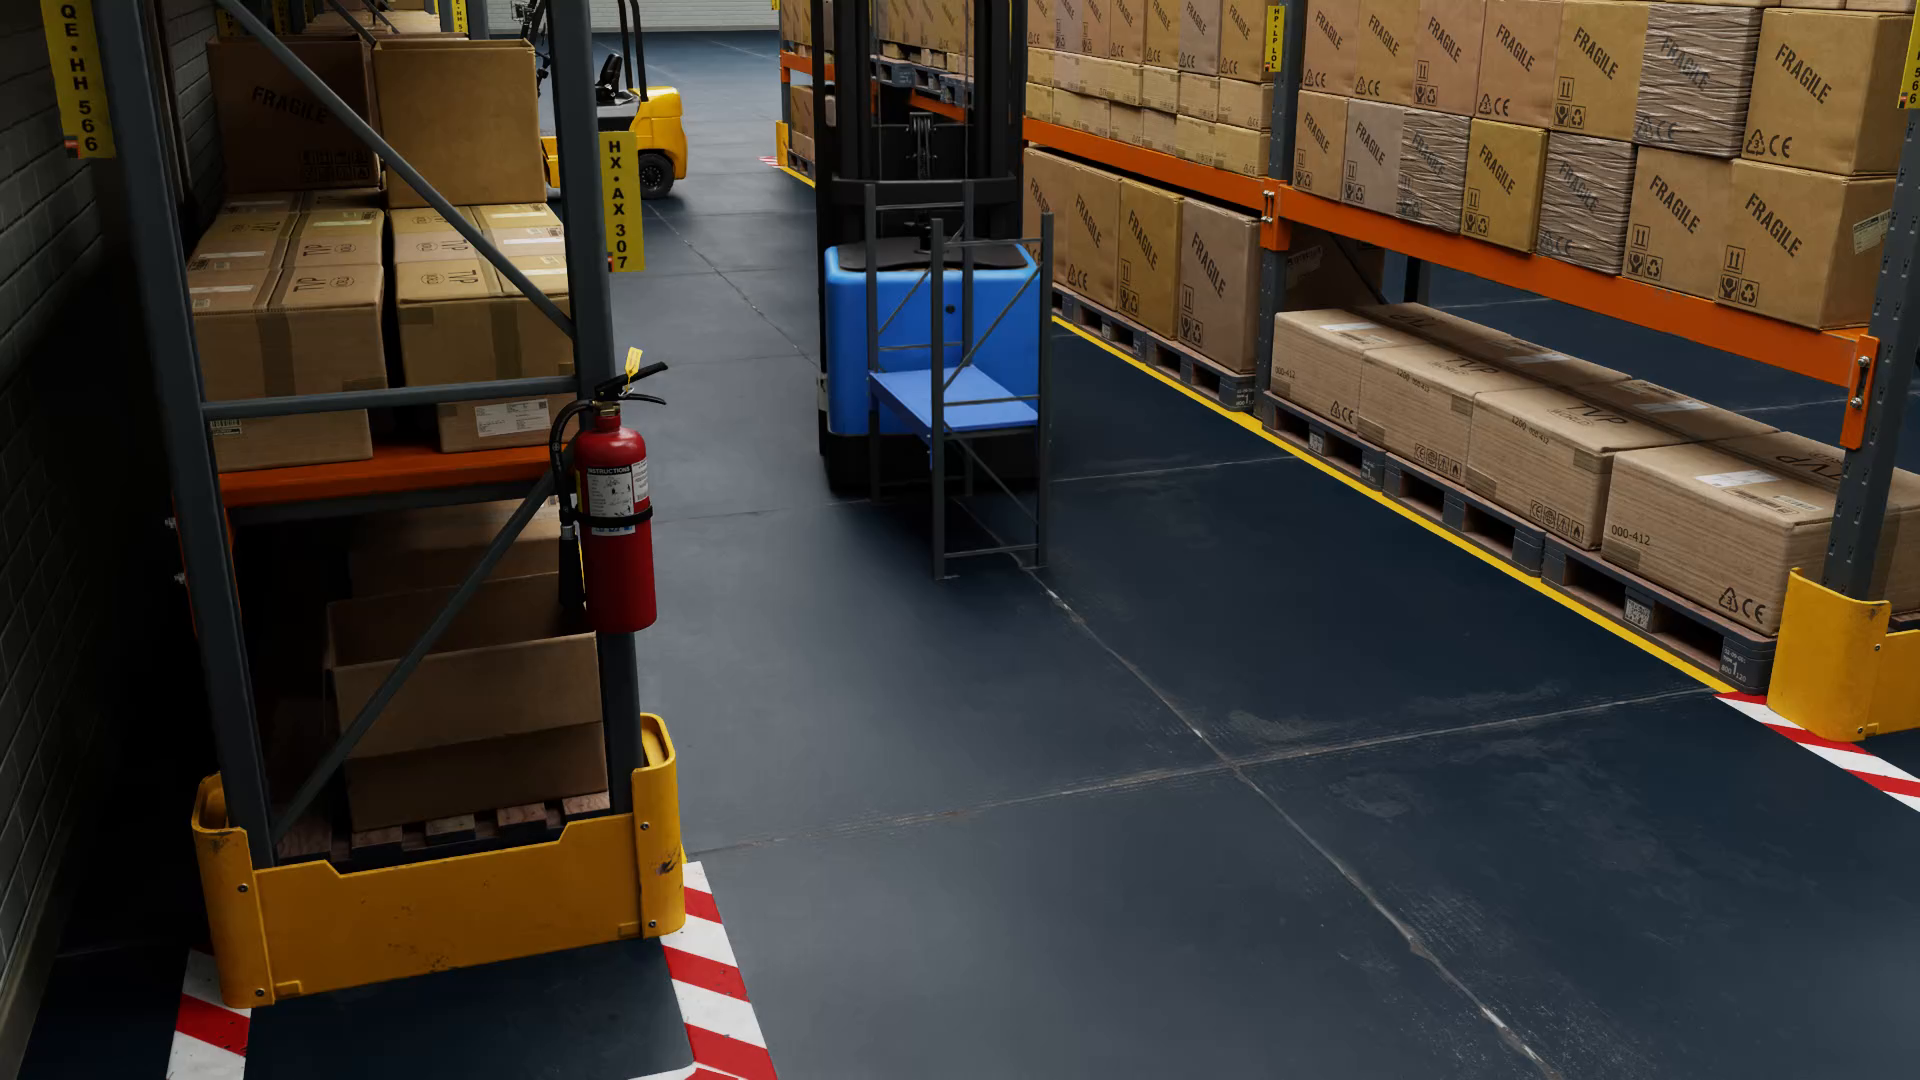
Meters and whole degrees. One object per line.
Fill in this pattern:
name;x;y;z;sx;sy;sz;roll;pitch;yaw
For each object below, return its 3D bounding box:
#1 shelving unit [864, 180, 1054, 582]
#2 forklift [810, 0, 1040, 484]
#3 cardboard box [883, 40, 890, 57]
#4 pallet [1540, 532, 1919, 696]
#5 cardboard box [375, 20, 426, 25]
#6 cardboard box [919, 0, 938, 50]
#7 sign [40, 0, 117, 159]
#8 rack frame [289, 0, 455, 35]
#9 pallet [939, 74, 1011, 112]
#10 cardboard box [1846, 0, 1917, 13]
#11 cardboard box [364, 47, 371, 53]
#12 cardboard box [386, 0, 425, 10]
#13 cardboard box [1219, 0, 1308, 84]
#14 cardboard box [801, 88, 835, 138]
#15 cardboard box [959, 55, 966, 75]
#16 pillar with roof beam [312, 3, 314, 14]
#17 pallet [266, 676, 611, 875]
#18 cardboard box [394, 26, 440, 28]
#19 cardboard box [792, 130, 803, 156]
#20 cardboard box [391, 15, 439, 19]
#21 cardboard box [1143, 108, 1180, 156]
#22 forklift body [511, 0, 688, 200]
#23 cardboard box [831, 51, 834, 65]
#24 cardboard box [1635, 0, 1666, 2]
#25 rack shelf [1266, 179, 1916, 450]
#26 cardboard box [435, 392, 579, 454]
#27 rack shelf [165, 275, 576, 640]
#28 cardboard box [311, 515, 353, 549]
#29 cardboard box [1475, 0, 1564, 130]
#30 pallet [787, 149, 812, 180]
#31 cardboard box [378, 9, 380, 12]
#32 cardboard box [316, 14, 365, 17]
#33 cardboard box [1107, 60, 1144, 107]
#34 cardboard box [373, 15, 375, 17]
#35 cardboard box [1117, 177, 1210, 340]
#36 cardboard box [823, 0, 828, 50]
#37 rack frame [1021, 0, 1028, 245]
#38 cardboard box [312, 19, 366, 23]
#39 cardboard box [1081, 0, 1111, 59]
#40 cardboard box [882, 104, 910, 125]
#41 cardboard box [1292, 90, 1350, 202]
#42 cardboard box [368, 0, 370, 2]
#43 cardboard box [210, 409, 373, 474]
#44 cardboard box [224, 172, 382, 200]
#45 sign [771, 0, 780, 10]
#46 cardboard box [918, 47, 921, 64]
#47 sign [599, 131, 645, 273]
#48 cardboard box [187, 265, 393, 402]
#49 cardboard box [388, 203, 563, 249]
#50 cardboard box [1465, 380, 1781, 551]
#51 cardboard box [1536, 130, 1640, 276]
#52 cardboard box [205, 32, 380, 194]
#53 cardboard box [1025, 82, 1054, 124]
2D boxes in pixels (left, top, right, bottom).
shelving unit;-0.027;-0.726;7.218;0.538;1.500;1.048;-6;21;-17
forklift;-0.241;-2.104;8.937;1.130;2.935;3.031;-2;20;-5
cardboard box;-0.502;-4.575;15.466;0.380;0.149;0.250;-6;21;-16
pallet;3.071;0.209;6.523;1.003;0.211;1.213;-6;21;-17
cardboard box;-4.239;-3.866;12.635;0.380;0.149;0.250;-6;21;-17
cardboard box;-0.028;-4.425;14.091;0.500;0.500;0.500;-7;21;-19
sign;-1.848;-0.968;3.493;0.100;0.325;0.005;-6;21;-17
rack frame;-3.829;-2.894;11.036;1.000;3.000;0.127;-6;21;-17
pallet;0.557;-3.550;13.145;1.213;0.211;1.003;-6;21;-17
cardboard box;3.093;-1.772;5.326;0.380;0.149;0.250;-6;21;-16
cardboard box;-2.674;-2.200;8.336;0.700;0.500;0.500;-6;21;-17
cardboard box;-4.905;-4.804;14.806;0.380;0.149;0.250;-6;21;-16
cardboard box;1.760;-2.773;9.073;0.500;0.500;0.500;-6;21;-15
cardboard box;-1.465;-4.783;18.633;0.500;0.500;0.500;-7;21;-19
cardboard box;0.209;-3.818;13.360;0.380;0.149;0.250;-7;21;-20
pillar with roof beam;-4.780;-10.348;22.915;9.100;9.000;0.400;-6;21;-17
pallet;-1.590;0.706;5.140;1.003;0.211;1.213;-6;21;-17
cardboard box;-3.840;-3.545;11.742;0.380;0.149;0.250;-6;21;-16
cardboard box;-1.642;-4.605;19.247;0.500;0.250;0.500;-7;21;-18
cardboard box;-4.435;-4.209;13.589;0.380;0.149;0.250;-7;21;-19
cardboard box;1.459;-2.513;10.197;0.500;0.250;0.500;-7;21;-19
forklift body;-4.016;-4.647;17.173;2.313;2.155;1.214;-6;21;-17
cardboard box;-1.140;-5.070;17.465;0.380;0.149;0.250;-7;21;-18
cardboard box;2.775;-2.102;6.243;0.380;0.149;0.250;-7;21;-18
rack shelf;2.768;-1.159;7.269;1.077;0.370;4.000;-6;21;-17
cardboard box;-1.158;-0.343;4.306;0.380;0.149;0.250;-7;21;-18
rack shelf;-1.943;-0.630;5.797;1.077;0.370;4.000;-6;21;-17
cardboard box;-2.452;-0.090;6.826;0.380;0.149;0.250;-7;21;-18
cardboard box;2.518;-1.988;6.886;0.500;0.500;0.500;-7;21;-18
pallet;-1.387;-4.389;19.323;1.003;0.211;1.213;-6;21;-17
cardboard box;-5.549;-5.233;16.442;0.380;0.149;0.250;-7;21;-18
cardboard box;-5.067;-4.222;13.627;0.380;0.149;0.250;-6;21;-17
cardboard box;1.260;-2.907;10.555;0.500;0.250;0.500;-6;21;-16
cardboard box;-6.267;-5.155;17.183;0.500;0.500;0.500;-6;21;-16
cardboard box;1.577;-1.816;10.557;0.875;0.875;0.875;-6;21;-16
cardboard box;-1.252;-5.504;17.714;0.500;0.500;0.500;-7;21;-18
rack frame;0.882;-3.423;12.508;1.000;3.000;0.127;-6;21;-17
cardboard box;-4.745;-3.900;12.730;0.380;0.149;0.250;-6;21;-17
cardboard box;1.118;-3.430;10.902;0.500;0.500;0.500;-6;21;-16
cardboard box;-0.816;-4.124;16.798;0.500;0.500;0.500;-7;21;-18
cardboard box;2.038;-2.008;8.420;0.500;0.500;0.500;-6;21;-15
cardboard box;-5.896;-5.239;16.018;0.380;0.149;0.250;-6;21;-16
cardboard box;-1.674;-0.286;4.148;0.380;0.149;0.250;-7;21;-18
cardboard box;-2.348;-1.166;6.008;0.500;0.250;0.500;-6;21;-16
sign;-2.148;-6.340;19.348;0.100;0.325;0.005;-6;21;-17
cardboard box;-0.153;-4.244;14.546;0.380;0.149;0.250;-6;21;-17
sign;-0.800;-0.792;3.903;0.100;0.325;0.005;-6;21;-17
cardboard box;-1.711;-0.516;4.196;0.500;0.250;0.500;-6;21;-16
cardboard box;-1.523;-0.894;5.251;0.500;0.250;0.500;-7;21;-18
cardboard box;2.798;-0.341;7.098;0.875;0.438;0.875;-6;21;-16
cardboard box;2.679;-1.356;6.606;0.500;0.500;0.500;-6;21;-16
cardboard box;-2.357;-1.527;5.902;0.500;0.500;0.500;-7;21;-19
cardboard box;0.797;-3.168;12.022;0.500;0.250;0.500;-7;21;-18
